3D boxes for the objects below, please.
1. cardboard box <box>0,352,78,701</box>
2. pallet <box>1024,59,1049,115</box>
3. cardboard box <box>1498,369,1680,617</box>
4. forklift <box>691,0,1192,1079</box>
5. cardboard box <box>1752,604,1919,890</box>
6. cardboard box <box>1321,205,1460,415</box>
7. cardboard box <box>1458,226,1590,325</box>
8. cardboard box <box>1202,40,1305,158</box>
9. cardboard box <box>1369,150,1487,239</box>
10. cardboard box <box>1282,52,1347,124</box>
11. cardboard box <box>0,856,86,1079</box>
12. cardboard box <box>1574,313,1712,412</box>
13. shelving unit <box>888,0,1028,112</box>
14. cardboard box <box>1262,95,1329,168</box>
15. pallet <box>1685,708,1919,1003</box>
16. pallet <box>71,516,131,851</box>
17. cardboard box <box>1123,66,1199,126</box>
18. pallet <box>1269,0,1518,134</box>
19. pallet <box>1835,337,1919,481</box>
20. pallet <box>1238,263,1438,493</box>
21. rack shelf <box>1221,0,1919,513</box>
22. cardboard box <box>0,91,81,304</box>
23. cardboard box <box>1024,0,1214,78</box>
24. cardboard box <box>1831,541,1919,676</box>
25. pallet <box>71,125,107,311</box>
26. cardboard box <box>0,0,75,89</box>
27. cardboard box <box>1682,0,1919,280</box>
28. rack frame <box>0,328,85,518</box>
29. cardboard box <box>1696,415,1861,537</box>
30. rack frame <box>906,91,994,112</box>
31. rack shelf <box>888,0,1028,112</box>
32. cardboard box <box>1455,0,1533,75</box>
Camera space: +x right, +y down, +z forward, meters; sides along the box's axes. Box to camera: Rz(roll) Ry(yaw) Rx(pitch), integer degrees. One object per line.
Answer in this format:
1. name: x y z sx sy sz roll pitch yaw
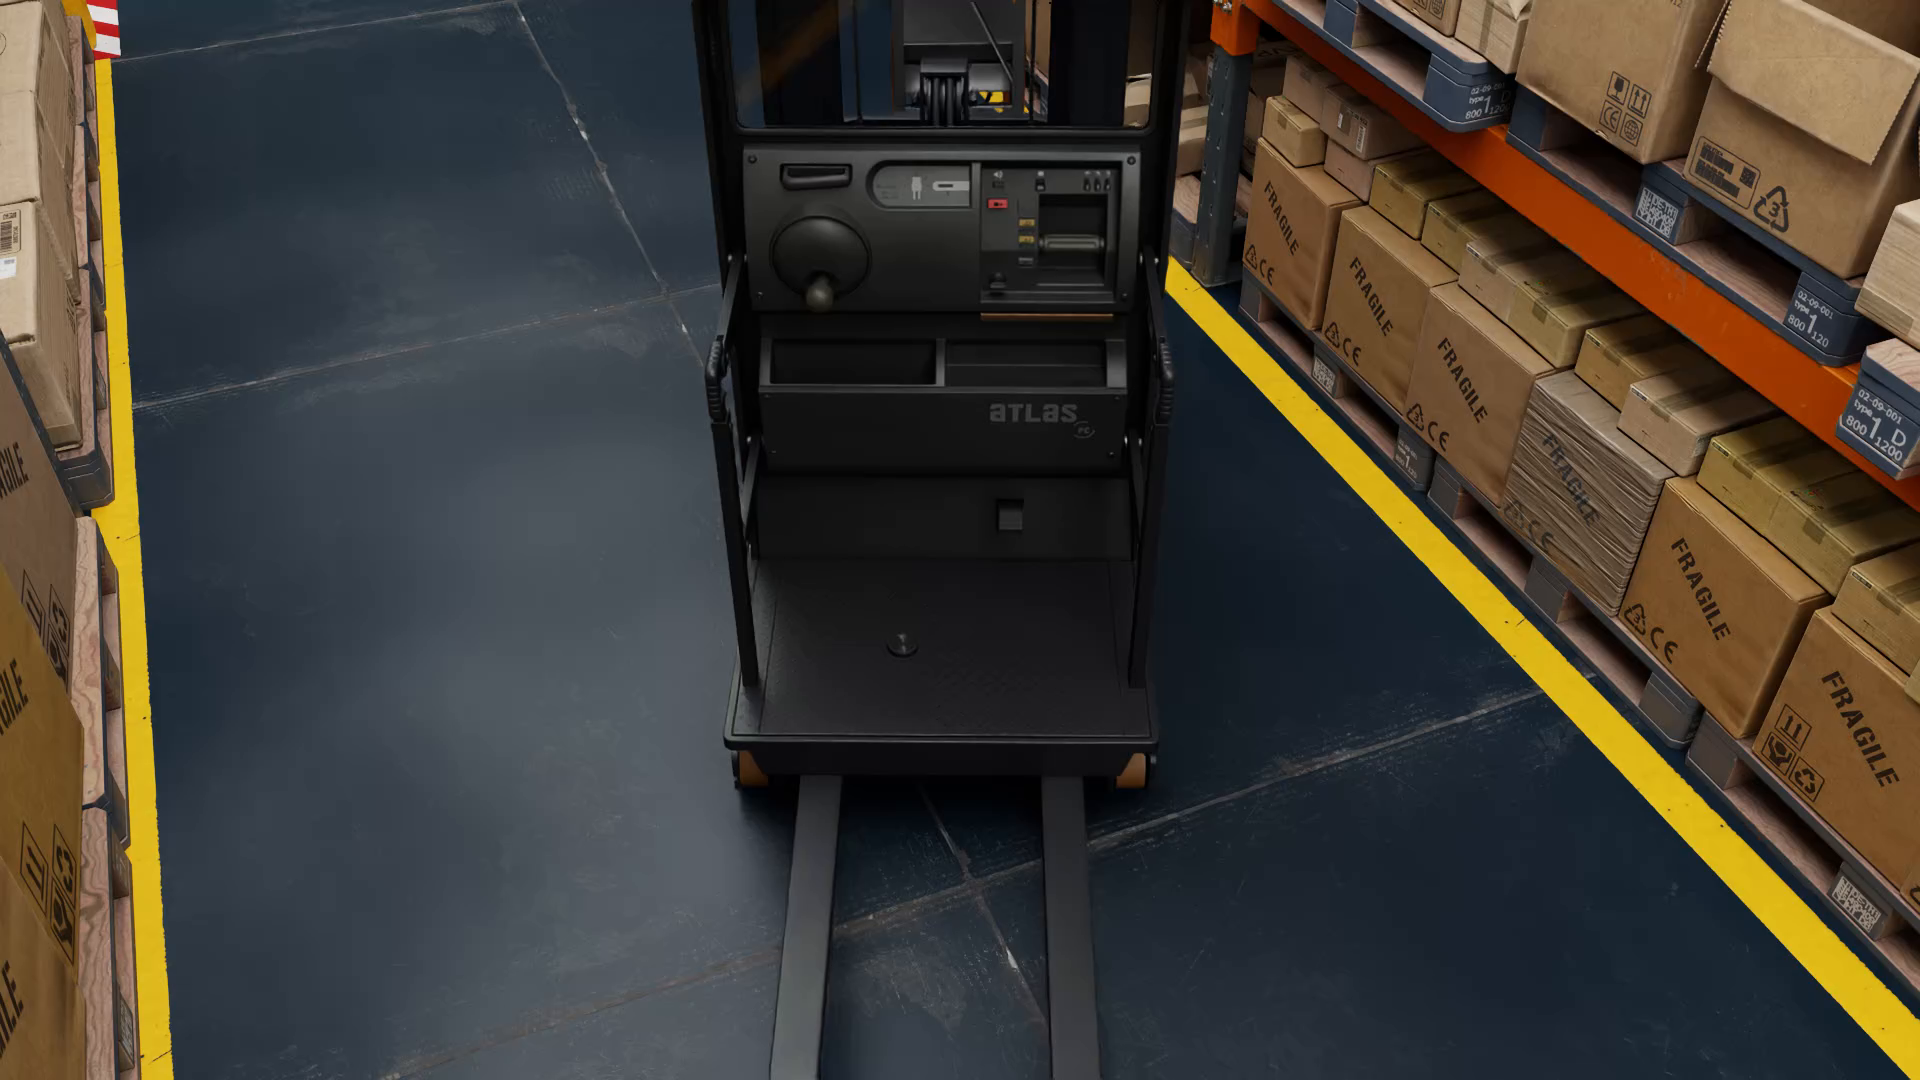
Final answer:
1. cardboard box: -2.895 -0.013 4.272 0.875 0.875 0.875 -14 43 -16
2. pallet: 0.646 -2.346 7.816 1.003 0.211 1.213 -15 43 -17
3. cardboard box: 1.948 -0.183 4.758 0.500 0.500 0.500 -17 43 -18
4. forklift: -0.042 -0.650 3.758 1.130 2.935 3.031 0 41 0
5. cardboard box: 2.366 0.440 4.033 0.500 0.500 0.500 -16 43 -17
6. cardboard box: 1.568 -0.799 5.474 0.500 0.500 0.500 -16 43 -17
7. cardboard box: 1.734 -0.807 4.986 0.380 0.149 0.250 -15 43 -17
8. cardboard box: 1.344 -1.850 6.841 0.500 0.311 0.500 -14 43 -15
9. cardboard box: 1.556 -1.129 5.360 0.380 0.149 0.250 -17 44 -19
10. cardboard box: 1.325 -1.556 5.629 0.380 0.149 0.250 -16 43 -18
11. cardboard box: -2.201 1.068 3.015 0.875 0.875 0.875 -15 43 -16
12. cardboard box: 1.957 -0.502 4.631 0.380 0.149 0.250 -15 43 -17
13. shelving unit: -0.011 -1.513 5.391 0.431 2.100 0.503 -1 40 -1
14. cardboard box: 1.269 -1.428 5.708 0.380 0.149 0.250 -13 42 -15
15. pallet: 2.658 0.754 4.211 1.003 0.211 1.213 -15 43 -17
16. pallet: -2.842 0.490 4.518 1.003 0.211 1.213 -15 43 -17
17. cardboard box: 0.757 -1.853 6.879 0.396 0.266 0.258 -14 43 -15
18. pallet: 1.583 -1.672 5.041 1.003 0.211 1.213 -15 43 -17
19. pallet: 2.584 -0.162 3.285 1.213 0.211 1.003 -15 43 -17
20. pallet: 1.724 -0.715 5.920 1.003 0.211 1.213 -15 43 -17
21. rack shelf: 2.143 -0.776 4.403 1.077 0.370 4.000 -15 43 -17
22. cardboard box: -3.691 -1.145 5.924 0.875 0.438 0.875 -16 43 -18
23. cardboard box: 0.682 -2.332 7.257 0.700 0.500 0.500 -17 43 -18
24. cardboard box: 2.292 0.138 3.886 0.380 0.149 0.250 -16 43 -18
25. pallet: -3.896 -1.169 6.448 1.003 0.211 1.213 -15 43 -17
26. cardboard box: -4.392 -2.238 7.194 0.875 0.438 0.875 -17 43 -18
27. cardboard box: 2.113 -0.979 3.687 0.797 0.503 0.637 -16 43 -18
28. rack frame: -3.207 -1.013 4.127 1.000 3.000 0.127 -15 43 -17
29. cardboard box: 2.137 -0.182 4.259 0.380 0.149 0.250 -16 43 -17
30. rack frame: -0.018 -1.668 5.579 0.400 2.100 0.015 -1 40 -1
31. rack shelf: -0.011 -1.502 5.400 0.431 0.518 0.480 -1 40 -1
32. cardboard box: 1.555 -1.429 4.392 0.396 0.266 0.258 -13 42 -15
